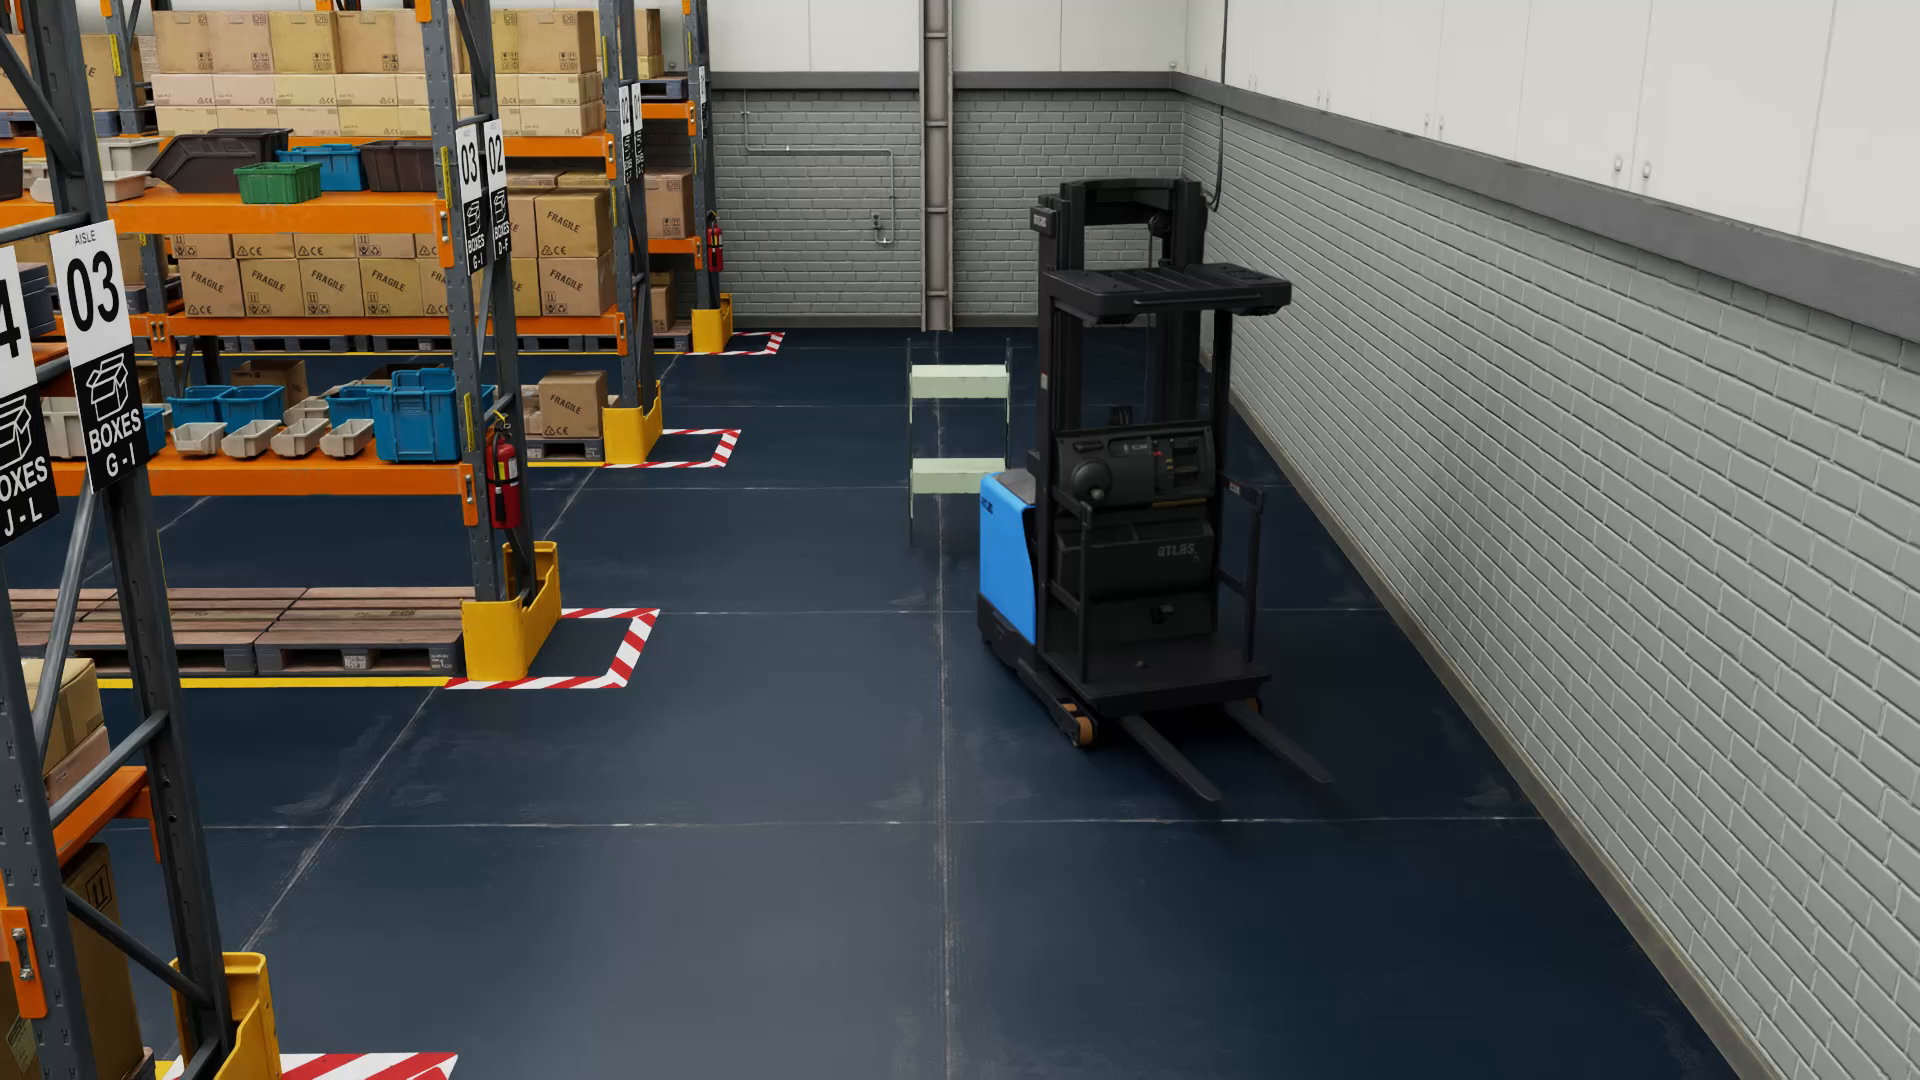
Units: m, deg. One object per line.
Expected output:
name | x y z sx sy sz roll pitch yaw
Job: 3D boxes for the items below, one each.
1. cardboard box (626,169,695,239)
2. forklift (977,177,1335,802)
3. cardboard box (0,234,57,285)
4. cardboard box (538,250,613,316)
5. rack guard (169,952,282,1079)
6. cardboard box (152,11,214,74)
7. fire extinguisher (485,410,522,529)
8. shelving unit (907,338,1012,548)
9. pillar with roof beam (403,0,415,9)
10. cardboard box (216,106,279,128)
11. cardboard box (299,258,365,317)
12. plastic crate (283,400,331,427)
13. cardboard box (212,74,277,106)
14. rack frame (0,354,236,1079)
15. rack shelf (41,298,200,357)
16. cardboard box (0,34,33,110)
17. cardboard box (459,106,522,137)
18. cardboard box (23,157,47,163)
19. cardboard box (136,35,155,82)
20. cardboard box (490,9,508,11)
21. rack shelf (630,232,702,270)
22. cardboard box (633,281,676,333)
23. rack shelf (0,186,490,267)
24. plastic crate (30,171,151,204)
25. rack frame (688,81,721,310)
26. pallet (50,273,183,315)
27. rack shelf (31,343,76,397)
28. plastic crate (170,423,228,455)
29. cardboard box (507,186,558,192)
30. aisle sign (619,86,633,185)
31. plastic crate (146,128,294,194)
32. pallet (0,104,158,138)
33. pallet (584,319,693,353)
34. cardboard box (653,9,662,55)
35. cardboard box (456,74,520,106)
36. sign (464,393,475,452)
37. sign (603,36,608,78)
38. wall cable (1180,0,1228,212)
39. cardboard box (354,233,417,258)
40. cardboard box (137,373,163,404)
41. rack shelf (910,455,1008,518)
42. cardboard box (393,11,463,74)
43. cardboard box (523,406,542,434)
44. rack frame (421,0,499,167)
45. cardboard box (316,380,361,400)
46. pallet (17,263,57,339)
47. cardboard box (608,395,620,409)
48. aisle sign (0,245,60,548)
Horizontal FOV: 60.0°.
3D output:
cardboard box | -3.480 -3.922 19.373 0.700 0.700 0.980 1 18 2
forklift | 1.049 -0.409 9.023 1.130 2.935 3.031 -6 19 -17
cardboard box | -8.052 -2.544 14.715 0.500 0.500 0.700 3 18 8
cardboard box | -3.332 -2.234 14.439 0.500 0.500 0.500 0 18 1
rack guard | -2.712 1.944 5.670 0.348 0.500 1.175 0 18 -1
cardboard box | -6.402 -4.219 14.077 0.500 0.500 0.700 0 18 -1
fire extinguisher | -2.656 -0.407 9.642 0.183 0.674 0.296 0 18 -1
shelving unit | -0.007 -0.714 12.318 0.755 1.500 0.431 0 18 -1
pillar with roof beam | -6.216 -5.575 15.195 0.400 9.000 9.100 0 18 -1
cardboard box | -5.898 -3.538 14.000 0.500 0.250 0.500 0 18 -1
cardboard box | -5.362 -2.225 14.409 0.500 0.500 0.500 0 18 -1
plastic crate | -4.066 -0.782 10.408 0.298 0.136 0.250 0 18 -1
cardboard box | -5.898 -3.777 13.928 0.500 0.250 0.500 0 18 -1
rack frame | -2.736 0.753 5.288 0.127 3.000 1.000 0 18 -1
rack shelf | -8.888 -1.901 14.740 4.000 0.370 1.077 0 18 -1
cardboard box | -8.061 -3.986 14.138 0.600 0.600 0.600 0 18 -1
cardboard box | -3.898 -3.547 14.029 0.500 0.250 0.500 0 18 -1
cardboard box | -10.482 -4.226 18.899 0.500 0.250 0.500 0 18 0
cardboard box | -9.403 -5.469 18.891 0.500 0.500 0.700 1 18 2
cardboard box | -5.245 -5.654 18.517 0.500 0.500 0.500 0 18 -1
rack shelf | -4.970 -3.433 19.516 4.000 0.370 1.077 0 18 -1
cardboard box | -3.669 -2.761 19.648 0.500 0.500 0.700 0 18 -1
rack shelf | -4.814 -1.835 9.625 4.000 0.370 1.077 0 18 -1
plastic crate | -4.876 -1.976 9.319 0.530 0.136 0.437 0 18 -1
rack frame | -2.970 -3.785 19.436 0.127 3.000 1.000 0 18 -1
pallet | -7.689 -2.191 14.781 1.213 0.211 1.003 0 18 -1
rack shelf | -4.735 -0.323 4.910 4.000 0.370 1.077 0 18 -1
plastic crate | -4.490 -0.590 9.810 0.250 0.136 0.298 0 18 -1
cardboard box | -3.859 -2.869 14.781 0.500 0.500 0.500 0 18 0
aisle sign | -2.815 -3.417 14.032 0.004 0.787 0.394 0 18 -1
plastic crate | -4.346 -2.235 9.794 0.767 0.338 0.504 0 18 -1
pallet | -7.541 -3.610 14.287 1.003 0.211 1.213 0 18 -1
pallet | -3.768 -2.429 19.776 1.213 0.211 1.003 0 18 -1
cardboard box | -3.704 -5.817 19.026 0.500 0.500 0.500 -1 18 -3
cardboard box | -3.898 -3.784 13.950 0.500 0.250 0.500 0 18 -1
sign | -2.789 -0.669 9.455 0.005 0.325 0.100 0 18 -1
sign | -2.900 -3.952 13.598 0.005 0.325 0.100 0 18 -1
wall cable | 2.691 -5.081 18.739 0.112 2.526 3.097 0 18 -1
cardboard box | -4.866 -2.701 14.255 0.500 0.500 0.500 0 18 1
cardboard box | -7.377 -1.182 14.694 0.500 0.500 0.500 0 18 -1
rack shelf | -0.007 -0.404 12.418 0.720 0.370 0.431 0 18 -1
cardboard box | -4.401 -4.205 14.034 0.500 0.500 0.700 0 18 -1
cardboard box | -3.834 -1.080 14.922 0.250 0.166 0.380 0 18 -1
rack frame | -2.814 -3.616 9.087 0.127 3.000 1.000 0 18 -1
cardboard box | -5.573 -1.275 15.293 0.500 0.311 0.500 0 18 -1
pallet | -3.477 -0.626 4.822 1.213 0.211 1.003 0 18 -1
cardboard box | -3.312 -1.227 15.409 0.250 0.149 0.380 0 18 -1
aisle sign | -2.659 -0.393 4.606 0.004 0.787 0.394 0 18 -1
